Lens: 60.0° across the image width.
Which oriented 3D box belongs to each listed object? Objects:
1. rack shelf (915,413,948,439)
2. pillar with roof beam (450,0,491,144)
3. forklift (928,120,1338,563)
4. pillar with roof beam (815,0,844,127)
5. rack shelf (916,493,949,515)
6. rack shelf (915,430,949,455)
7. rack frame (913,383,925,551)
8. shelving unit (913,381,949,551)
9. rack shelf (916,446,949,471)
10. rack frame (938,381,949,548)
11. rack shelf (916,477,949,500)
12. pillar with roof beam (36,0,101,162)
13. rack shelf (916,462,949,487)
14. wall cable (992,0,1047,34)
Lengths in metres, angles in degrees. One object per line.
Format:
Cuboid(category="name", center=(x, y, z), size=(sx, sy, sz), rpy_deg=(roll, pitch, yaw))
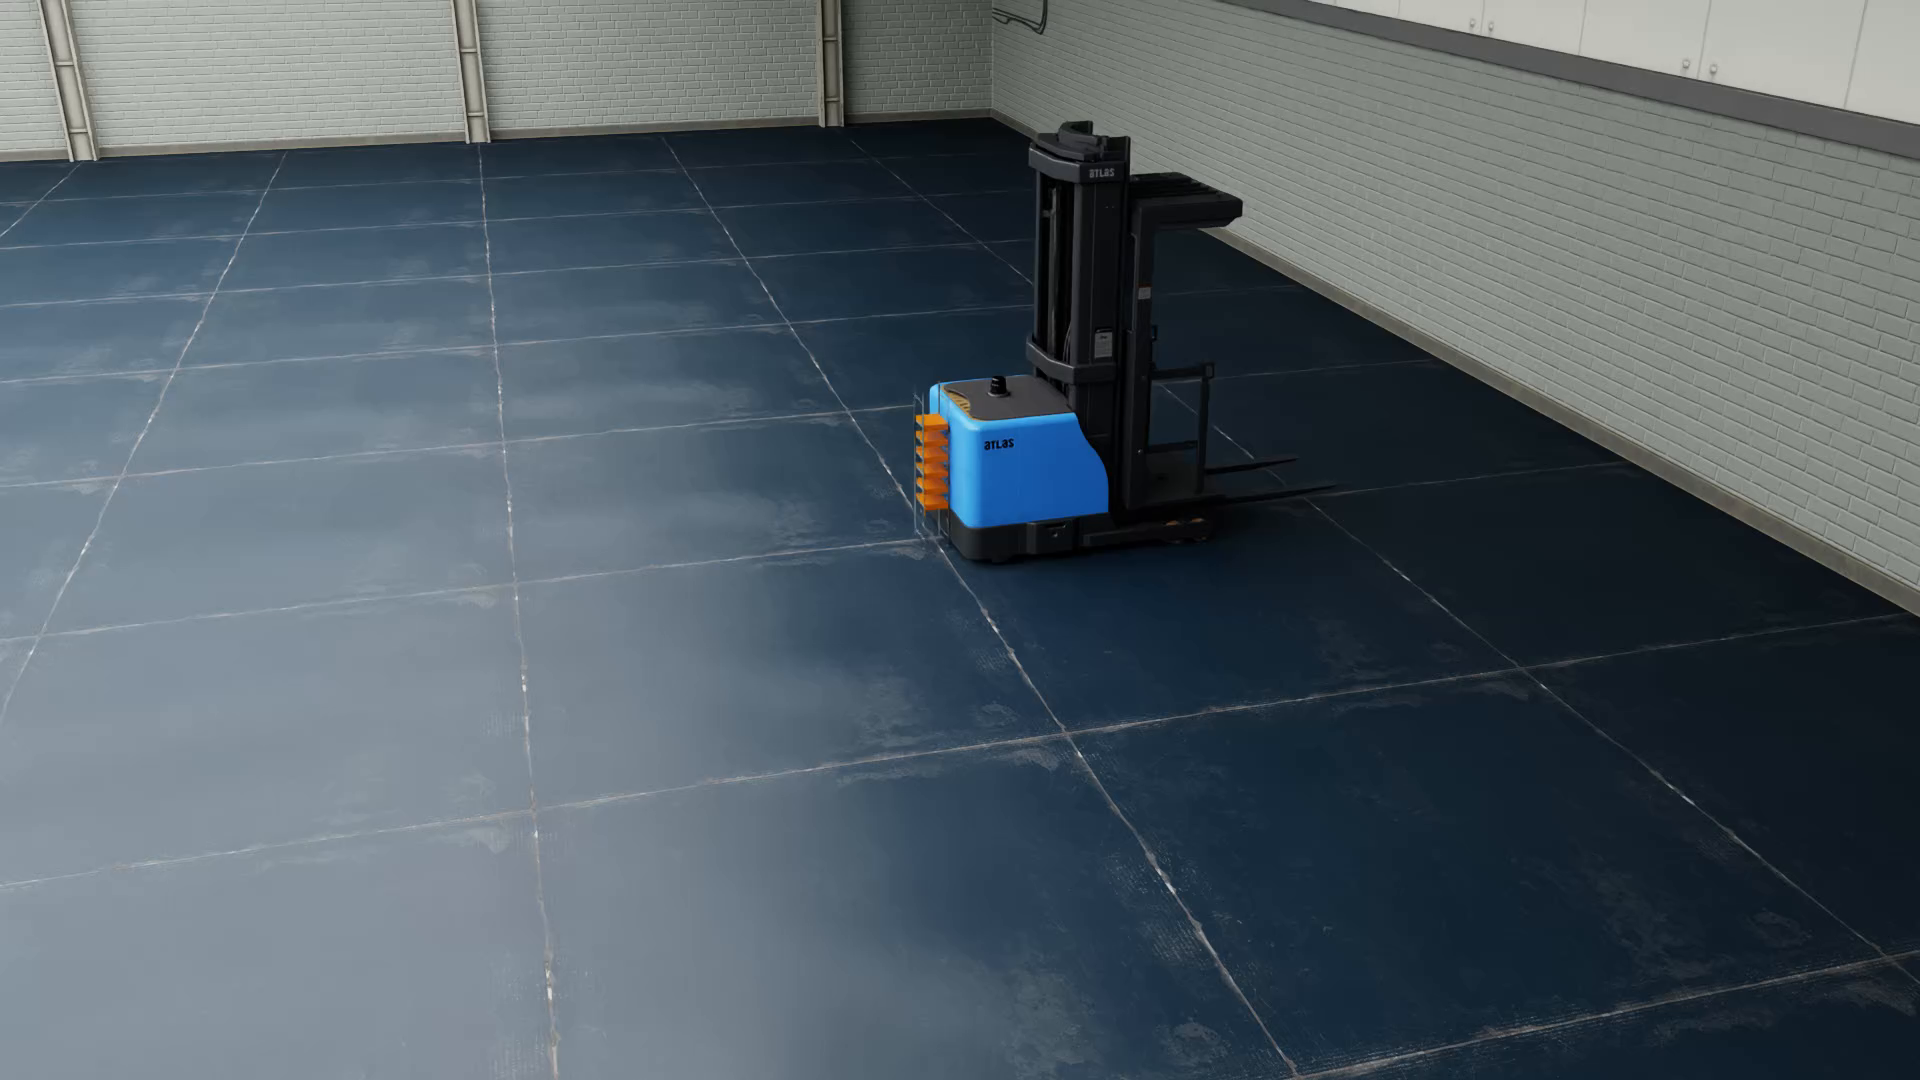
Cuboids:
Cuboid(category="rack shelf", center=(-0.205, -0.815, 11.828), size=(0.180, 0.103, 0.258), rpy_deg=(-7, 24, -16))
Cuboid(category="pillar with roof beam", center=(-6.873, -9.154, 22.171), size=(0.400, 9.000, 9.100), rpy_deg=(-6, 24, -14))
Cuboid(category="forklift", center=(1.337, -1.507, 12.045), size=(3.031, 2.935, 1.130), rpy_deg=(-7, 24, -16))
Cuboid(category="pillar with roof beam", center=(-1.096, -9.793, 23.661), size=(0.400, 9.000, 9.100), rpy_deg=(-6, 24, -14))
Cuboid(category="rack shelf", center=(-0.205, -0.264, 12.065), size=(0.180, 0.103, 0.258), rpy_deg=(-7, 24, -16))
Cuboid(category="rack shelf", center=(-0.205, -0.705, 11.876), size=(0.180, 0.103, 0.258), rpy_deg=(-7, 24, -16))
Cuboid(category="rack frame", center=(-0.292, -0.514, 11.927), size=(0.006, 1.200, 0.240), rpy_deg=(-7, 24, -16))
Cuboid(category="shelving unit", center=(-0.205, -0.525, 11.953), size=(0.189, 1.200, 0.258), rpy_deg=(-7, 24, -16))
Cuboid(category="rack shelf", center=(-0.205, -0.595, 11.923), size=(0.180, 0.103, 0.258), rpy_deg=(-7, 24, -16))
Cuboid(category="rack frame", center=(-0.118, -0.536, 11.978), size=(0.006, 1.200, 0.240), rpy_deg=(-7, 24, -16))
Cuboid(category="rack shelf", center=(-0.205, -0.374, 12.018), size=(0.180, 0.103, 0.258), rpy_deg=(-7, 24, -16))
Cuboid(category="pillar with roof beam", center=(-12.650, -8.515, 20.682), size=(0.400, 9.000, 9.100), rpy_deg=(-6, 24, -14))
Cuboid(category="rack shelf", center=(-0.205, -0.484, 11.970), size=(0.180, 0.103, 0.258), rpy_deg=(-7, 24, -16))
Cuboid(category="wall cable", center=(0.934, -9.812, 27.643), size=(0.112, 2.526, 3.097), rpy_deg=(-6, 24, -14))
